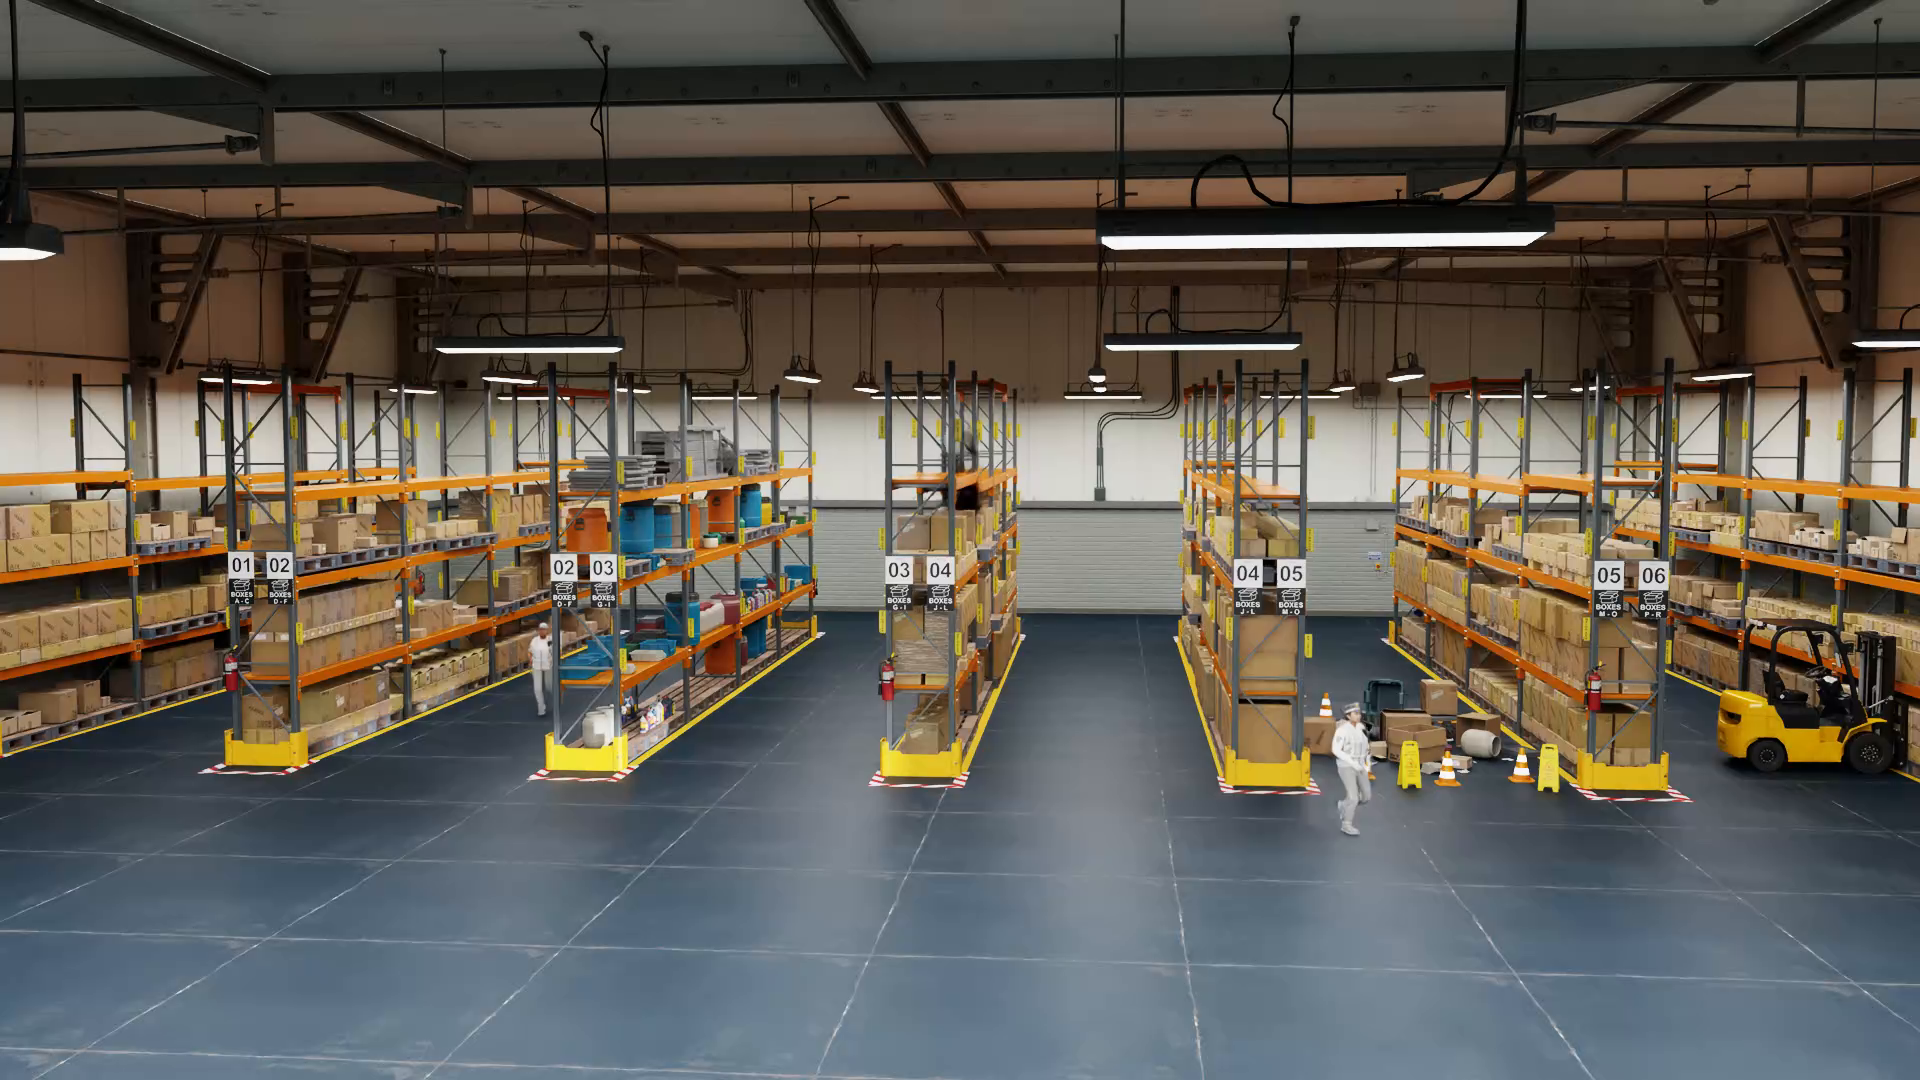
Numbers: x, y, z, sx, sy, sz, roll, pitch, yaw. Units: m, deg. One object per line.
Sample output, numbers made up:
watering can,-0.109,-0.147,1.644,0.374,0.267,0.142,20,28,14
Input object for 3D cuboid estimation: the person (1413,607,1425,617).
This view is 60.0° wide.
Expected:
person,11.227,1.550,40.282,0.630,1.573,0.607,3,5,38

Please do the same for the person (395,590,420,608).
person,-11.297,1.881,33.874,0.692,1.841,0.842,0,4,0

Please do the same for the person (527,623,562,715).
person,-7.341,2.264,29.344,0.605,1.615,0.578,0,4,-1

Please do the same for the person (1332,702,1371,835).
person,4.881,2.818,20.640,0.663,1.651,0.555,-2,5,-33
